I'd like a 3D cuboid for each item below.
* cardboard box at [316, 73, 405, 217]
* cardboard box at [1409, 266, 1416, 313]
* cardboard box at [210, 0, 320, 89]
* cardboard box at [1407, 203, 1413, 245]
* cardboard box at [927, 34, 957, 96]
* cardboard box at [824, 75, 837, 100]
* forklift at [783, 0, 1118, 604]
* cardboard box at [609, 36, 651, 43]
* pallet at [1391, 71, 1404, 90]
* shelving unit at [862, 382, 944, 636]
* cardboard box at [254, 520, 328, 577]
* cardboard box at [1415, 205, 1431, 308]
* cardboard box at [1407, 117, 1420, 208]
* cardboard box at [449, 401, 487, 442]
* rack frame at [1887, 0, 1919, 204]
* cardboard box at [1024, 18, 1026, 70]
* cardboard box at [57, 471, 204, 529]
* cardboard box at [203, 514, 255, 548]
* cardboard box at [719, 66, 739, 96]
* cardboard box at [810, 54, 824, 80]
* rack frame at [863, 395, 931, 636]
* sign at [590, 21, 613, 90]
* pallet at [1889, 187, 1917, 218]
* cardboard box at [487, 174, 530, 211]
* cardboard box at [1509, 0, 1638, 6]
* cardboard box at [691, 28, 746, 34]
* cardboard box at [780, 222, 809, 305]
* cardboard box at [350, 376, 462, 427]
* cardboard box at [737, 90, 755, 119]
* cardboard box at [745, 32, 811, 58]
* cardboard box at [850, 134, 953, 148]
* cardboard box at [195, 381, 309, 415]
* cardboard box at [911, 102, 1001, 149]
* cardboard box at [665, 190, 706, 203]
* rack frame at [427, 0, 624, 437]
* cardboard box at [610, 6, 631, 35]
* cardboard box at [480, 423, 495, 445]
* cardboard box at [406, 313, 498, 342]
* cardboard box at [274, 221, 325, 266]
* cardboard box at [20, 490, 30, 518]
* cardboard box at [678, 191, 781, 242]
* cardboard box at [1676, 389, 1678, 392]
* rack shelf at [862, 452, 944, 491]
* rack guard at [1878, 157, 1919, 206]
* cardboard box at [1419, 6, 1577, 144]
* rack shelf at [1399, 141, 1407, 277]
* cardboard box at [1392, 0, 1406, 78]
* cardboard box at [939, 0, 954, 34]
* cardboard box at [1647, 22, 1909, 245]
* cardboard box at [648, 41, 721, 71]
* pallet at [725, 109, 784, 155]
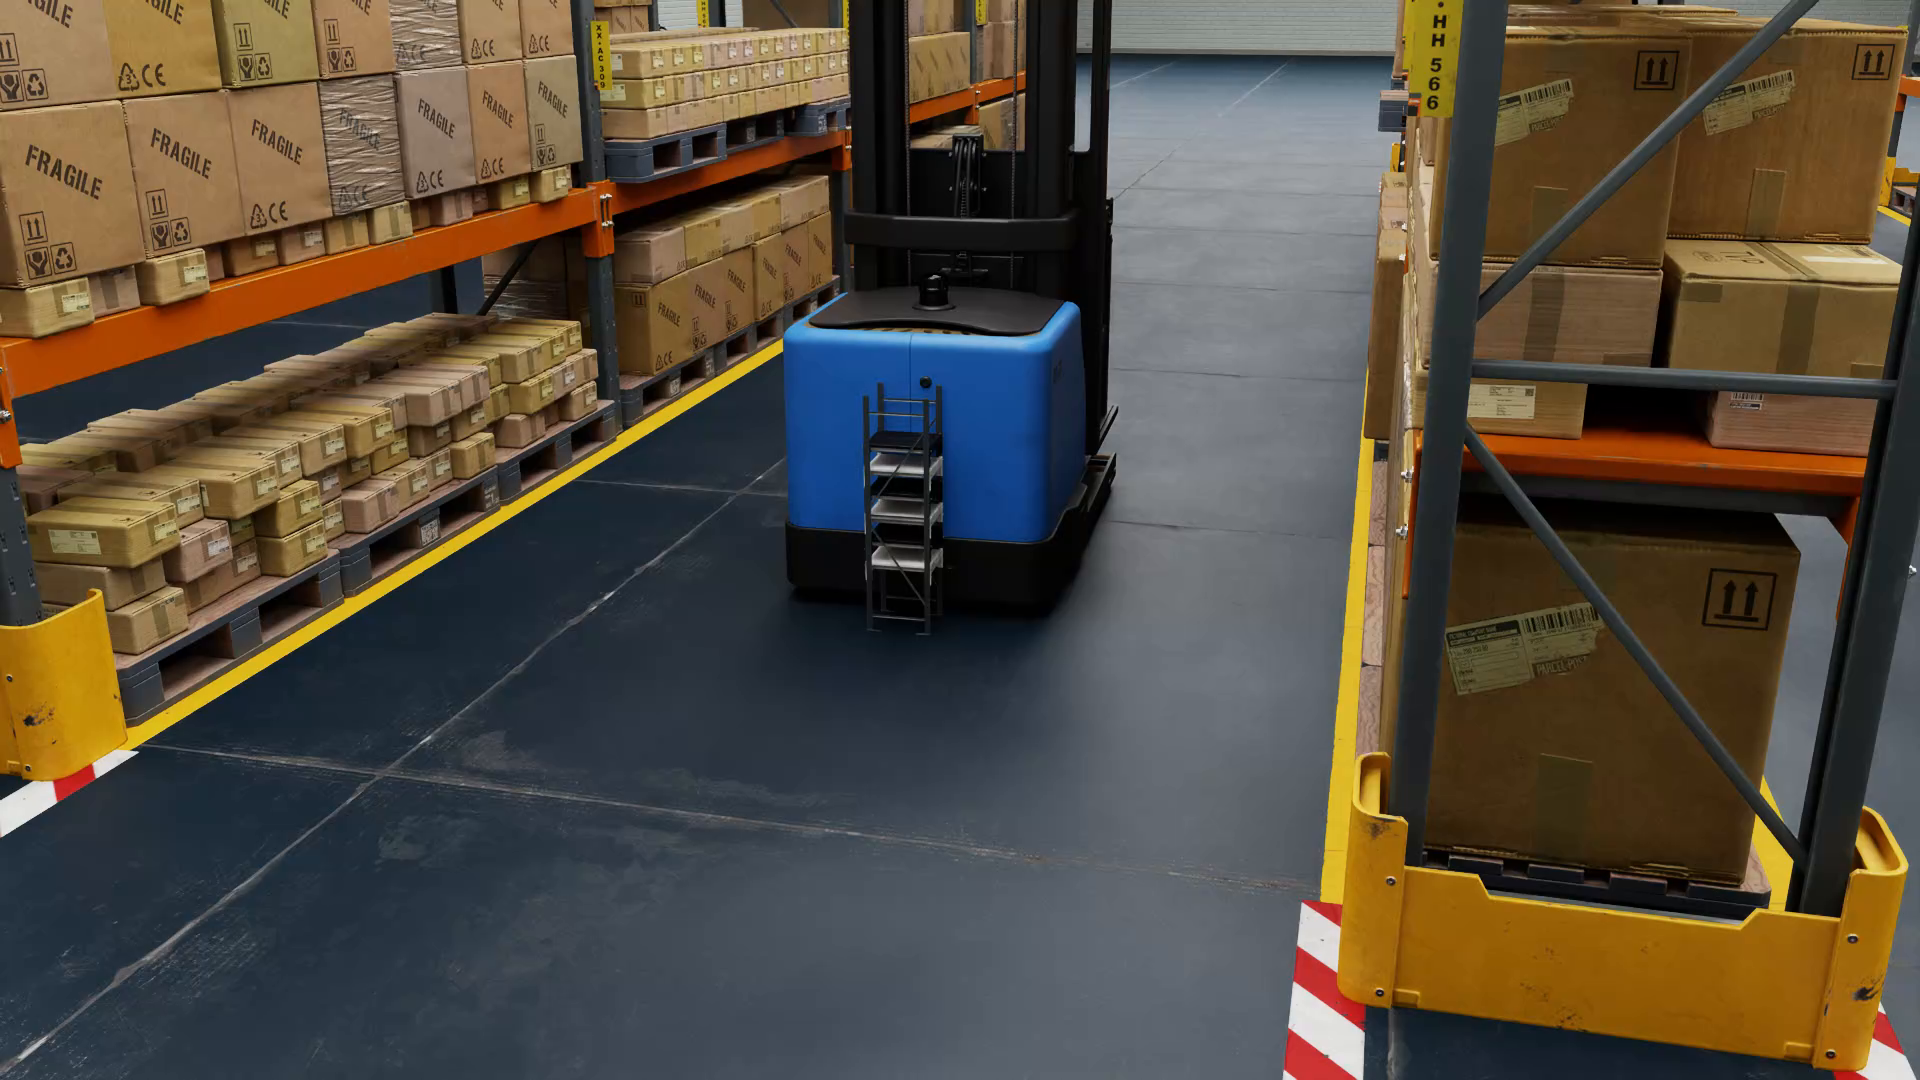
[{"bbox_3d":[-2.537,-1.548,6.463,0.500,0.500,0.500,4,19,12],"label":"cardboard box"},{"bbox_3d":[1.592,-0.755,5.146,0.380,0.149,0.250,5,19,14],"label":"cardboard box"},{"bbox_3d":[-2.639,-1.859,5.828,0.500,0.500,0.500,4,19,12],"label":"cardboard box"},{"bbox_3d":[1.968,-1.238,6.561,0.380,0.149,0.250,5,20,15],"label":"cardboard box"},{"bbox_3d":[-0.331,-4.224,14.758,0.500,0.500,0.500,4,19,13],"label":"cardboard box"},{"bbox_3d":[-1.054,-3.077,11.294,0.380,0.149,0.250,5,19,13],"label":"cardboard box"},{"bbox_3d":[0.132,-1.586,7.297,1.130,2.935,3.031,4,19,11],"label":"forklift"},{"bbox_3d":[-2.066,-2.923,9.923,0.380,0.149,0.250,4,19,11],"label":"cardboard box"},{"bbox_3d":[4.117,-3.777,13.902,1.003,0.211,1.213,5,19,13],"label":"pallet"},{"bbox_3d":[-0.206,-0.112,6.123,0.258,0.900,0.210,4,19,11],"label":"shelving unit"},{"bbox_3d":[-2.626,0.015,6.264,0.380,0.149,0.250,5,19,14],"label":"cardboard box"},{"bbox_3d":[1.499,-0.736,4.475,0.500,0.250,0.500,4,19,12],"label":"cardboard box"},{"bbox_3d":[2.340,-1.804,7.674,0.500,0.500,0.500,5,19,14],"label":"cardboard box"},{"bbox_3d":[-2.365,-0.555,7.473,0.380,0.149,0.250,5,20,15],"label":"cardboard box"},{"bbox_3d":[10.225,-4.959,17.064,1.000,3.000,0.127,5,19,13],"label":"rack frame"},{"bbox_3d":[0.478,-5.550,18.564,0.875,0.550,0.550,5,19,13],"label":"cardboard box"},{"bbox_3d":[-2.863,-0.123,5.746,0.380,0.149,0.250,5,19,14],"label":"cardboard box"},{"bbox_3d":[-2.799,-0.058,6.016,0.380,0.149,0.250,5,19,14],"label":"cardboard box"},{"bbox_3d":[-1.501,-2.648,9.579,0.380,0.149,0.250,5,20,16],"label":"cardboard box"},{"bbox_3d":[-1.121,-3.129,10.986,0.380,0.149,0.250,5,20,15],"label":"cardboard box"},{"bbox_3d":[-0.227,-0.080,6.029,0.240,0.900,0.006,4,19,11],"label":"rack frame"},{"bbox_3d":[-1.766,-2.381,8.179,0.100,0.325,0.005,5,19,13],"label":"sign"},{"bbox_3d":[10.049,-3.357,16.690,1.003,0.211,1.213,5,19,13],"label":"pallet"},{"bbox_3d":[-2.218,-1.617,7.669,0.380,0.149,0.250,5,20,16],"label":"cardboard box"},{"bbox_3d":[2.639,-2.311,7.607,0.797,0.503,0.637,4,19,12],"label":"cardboard box"},{"bbox_3d":[-1.681,-3.413,11.358,0.380,0.149,0.250,4,19,12],"label":"cardboard box"},{"bbox_3d":[-1.355,-1.892,11.304,0.500,0.500,0.500,5,20,16],"label":"cardboard box"},{"bbox_3d":[-2.376,-0.596,7.133,0.380,0.149,0.250,4,19,11],"label":"cardboard box"},{"bbox_3d":[-1.438,-2.589,9.865,0.380,0.149,0.250,4,19,12],"label":"cardboard box"},{"bbox_3d":[-1.181,-3.193,10.712,0.380,0.149,0.250,5,20,15],"label":"cardboard box"},{"bbox_3d":[-0.643,-3.150,14.599,1.050,0.750,0.750,5,19,13],"label":"cardboard box"},{"bbox_3d":[-2.986,-0.564,7.038,0.380,0.149,0.250,5,19,14],"label":"cardboard box"},{"bbox_3d":[-0.118,-3.904,16.615,0.875,0.875,0.875,5,19,14],"label":"cardboard box"},{"bbox_3d":[-1.977,-2.126,10.829,0.500,0.250,0.500,5,19,14],"label":"cardboard box"},{"bbox_3d":[-2.294,-2.012,8.437,1.000,3.000,0.127,5,19,13],"label":"rack frame"},{"bbox_3d":[-4.179,-5.972,19.416,0.500,0.500,0.500,5,19,14],"label":"cardboard box"},{"bbox_3d":[-2.388,-0.476,7.701,0.380,0.149,0.250,4,19,12],"label":"cardboard box"},{"bbox_3d":[-2.579,-1.051,8.466,0.380,0.149,0.250,5,20,16],"label":"cardboard box"},{"bbox_3d":[-2.627,-1.128,6.239,0.380,0.149,0.250,4,19,12],"label":"cardboard box"},{"bbox_3d":[-3.388,-0.075,5.608,0.380,0.149,0.250,5,19,14],"label":"cardboard box"},{"bbox_3d":[-1.482,-2.084,10.706,0.500,0.250,0.500,5,20,15],"label":"cardboard box"},{"bbox_3d":[2.044,-0.462,4.288,0.380,0.149,0.250,4,19,12],"label":"cardboard box"},{"bbox_3d":[-0.206,-0.251,6.076,0.258,0.077,0.200,4,19,11],"label":"rack shelf"},{"bbox_3d":[10.252,-3.748,17.388,1.175,0.500,0.348,5,19,13],"label":"rack guard"},{"bbox_3d":[1.998,-1.730,6.222,0.500,0.500,0.500,5,19,13],"label":"cardboard box"},{"bbox_3d":[2.979,-1.875,9.149,1.077,0.370,4.000,5,19,13],"label":"rack shelf"},{"bbox_3d":[4.115,-4.341,13.677,1.000,1.000,1.000,5,19,14],"label":"cardboard box"},{"bbox_3d":[-0.455,-4.884,15.144,0.700,0.500,0.500,4,19,12],"label":"cardboard box"},{"bbox_3d":[2.015,-1.045,4.219,0.500,0.500,0.500,4,19,12],"label":"cardboard box"},{"bbox_3d":[-1.561,-2.707,9.289,0.380,0.149,0.250,4,19,13],"label":"cardboard box"},{"bbox_3d":[-1.761,-2.551,10.313,1.003,0.211,1.213,5,19,13],"label":"pallet"}]
